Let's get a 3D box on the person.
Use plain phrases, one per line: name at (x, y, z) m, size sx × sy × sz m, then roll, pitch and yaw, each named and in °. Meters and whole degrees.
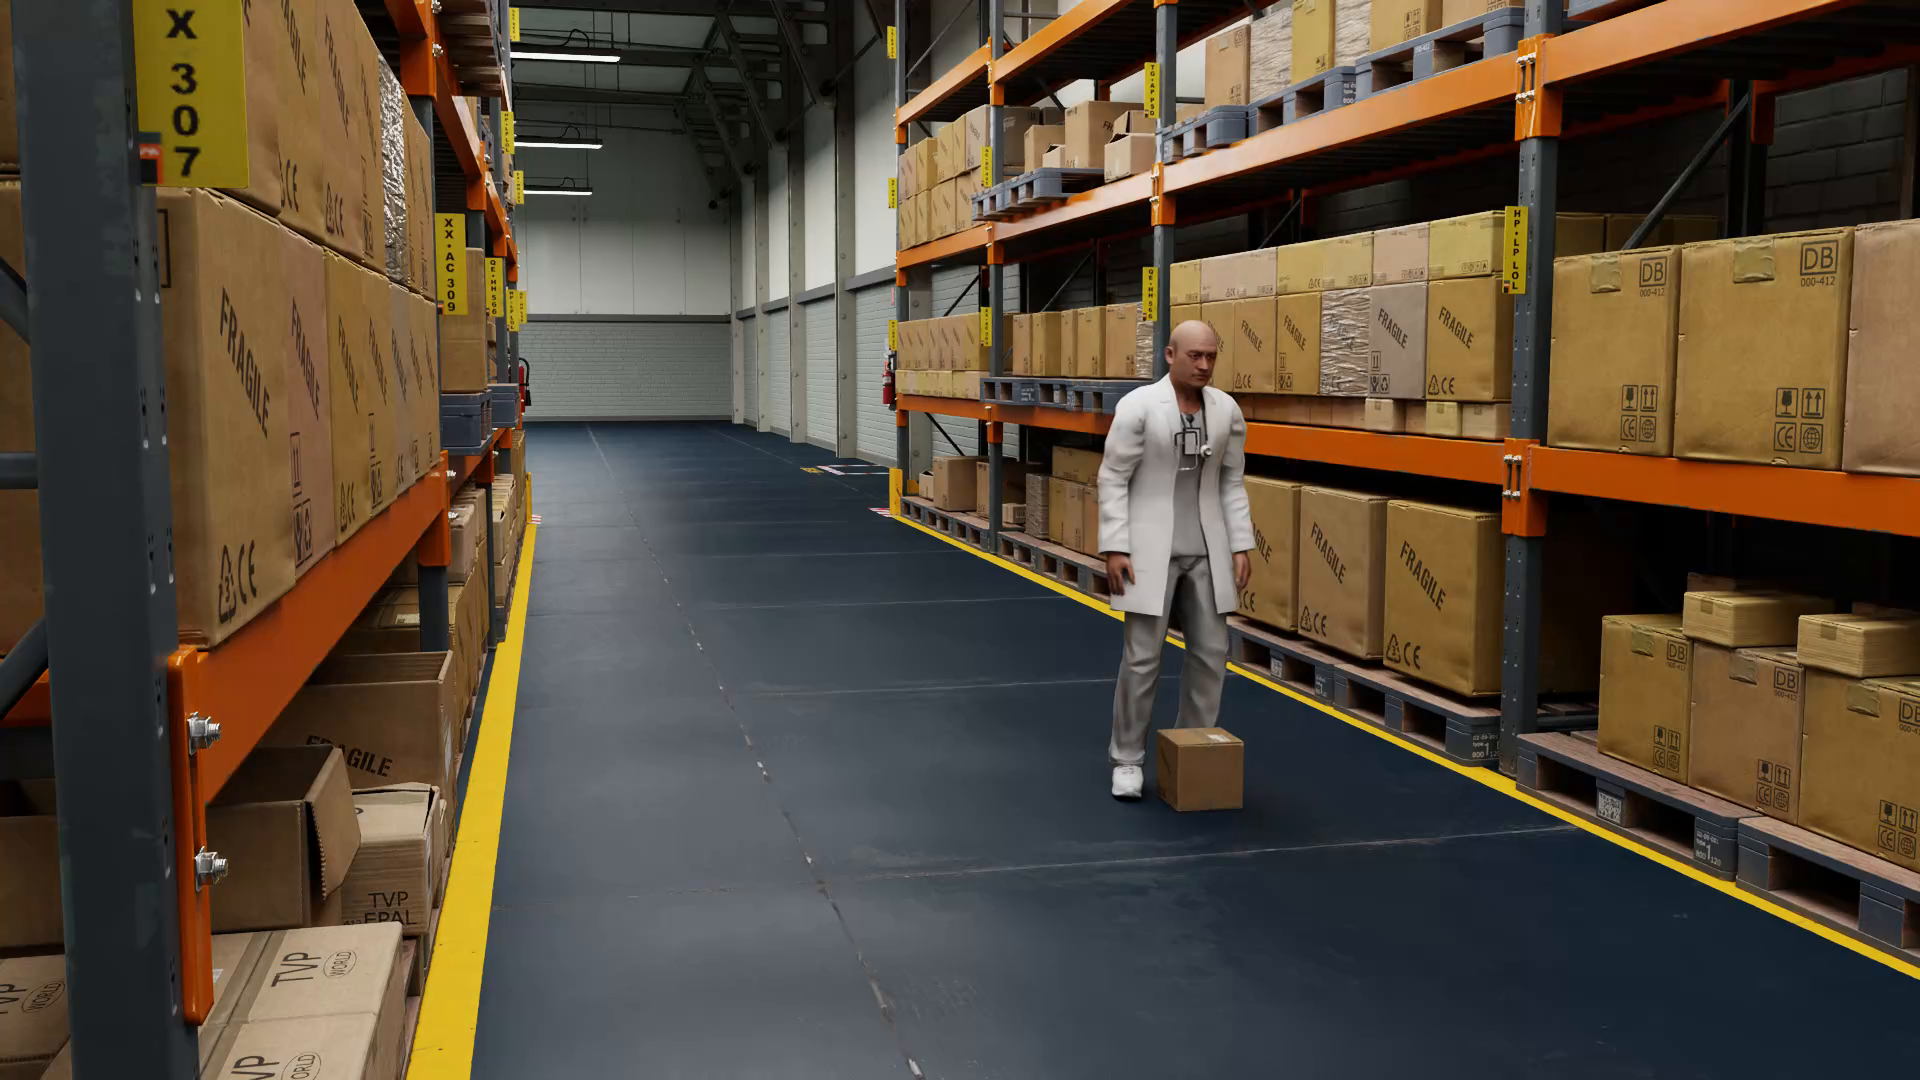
person at (0.827, 0.062, 6.301) m, size 0.645 × 1.772 × 0.429 m, roll -2°, pitch 6°, yaw -17°
